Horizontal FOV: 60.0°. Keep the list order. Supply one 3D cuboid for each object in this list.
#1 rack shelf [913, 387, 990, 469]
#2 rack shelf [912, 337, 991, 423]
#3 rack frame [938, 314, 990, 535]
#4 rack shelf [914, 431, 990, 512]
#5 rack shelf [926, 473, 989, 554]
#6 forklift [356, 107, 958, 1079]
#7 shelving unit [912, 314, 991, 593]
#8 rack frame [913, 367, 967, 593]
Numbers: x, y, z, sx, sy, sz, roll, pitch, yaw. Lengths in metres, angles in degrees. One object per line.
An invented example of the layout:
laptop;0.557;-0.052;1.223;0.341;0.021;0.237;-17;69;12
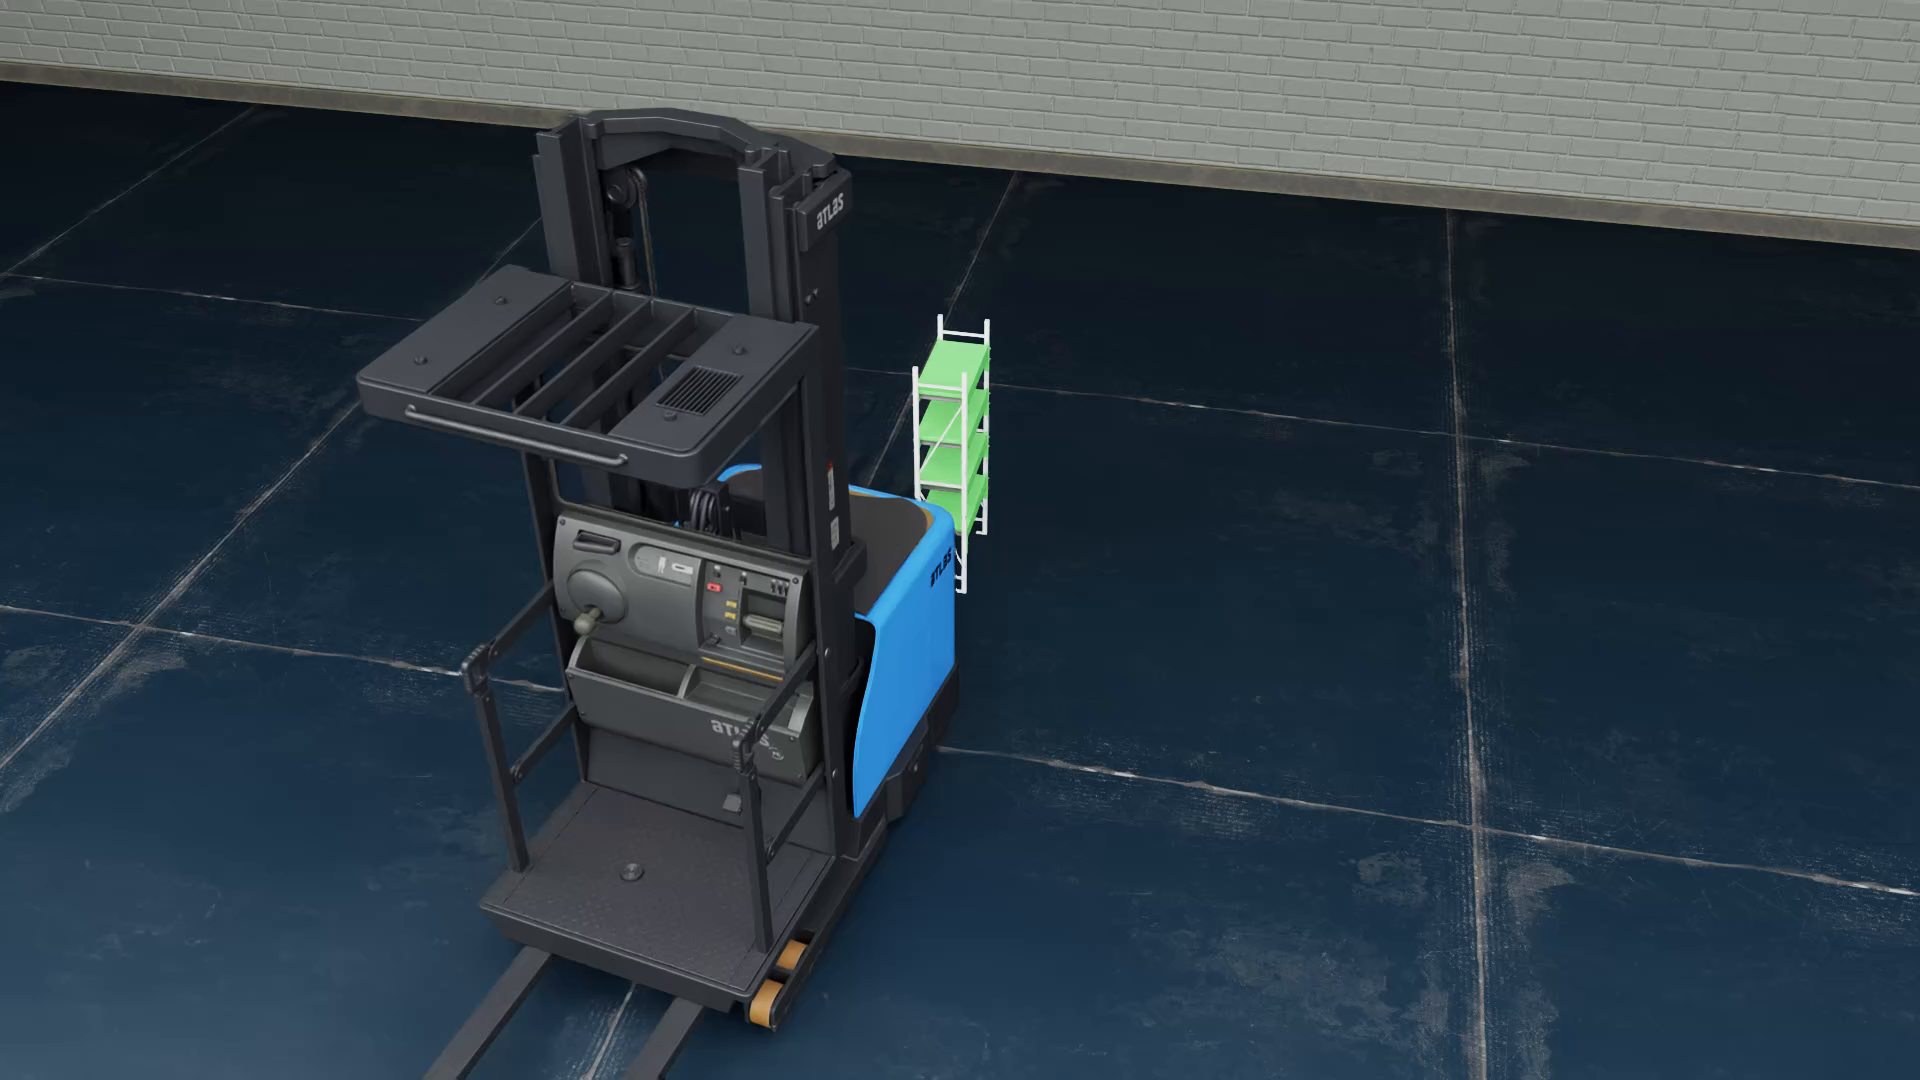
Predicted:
rack shelf;-0.035;-0.534;7.664;0.258;0.148;0.480;7;37;10
rack shelf;-0.035;-0.728;7.523;0.258;0.148;0.480;7;37;10
rack frame;0.017;-0.531;7.960;0.240;1.200;0.015;7;37;10
rack shelf;-0.035;-0.339;7.804;0.258;0.148;0.480;7;37;10
rack shelf;-0.035;-0.145;7.945;0.258;0.148;0.480;7;37;10
forklift;-1.028;0.250;5.407;1.130;2.935;3.031;13;38;18
shelving unit;-0.035;-0.391;7.767;0.258;1.200;0.503;7;37;10
rack frame;-0.087;-0.251;7.574;0.240;1.200;0.015;7;37;10
